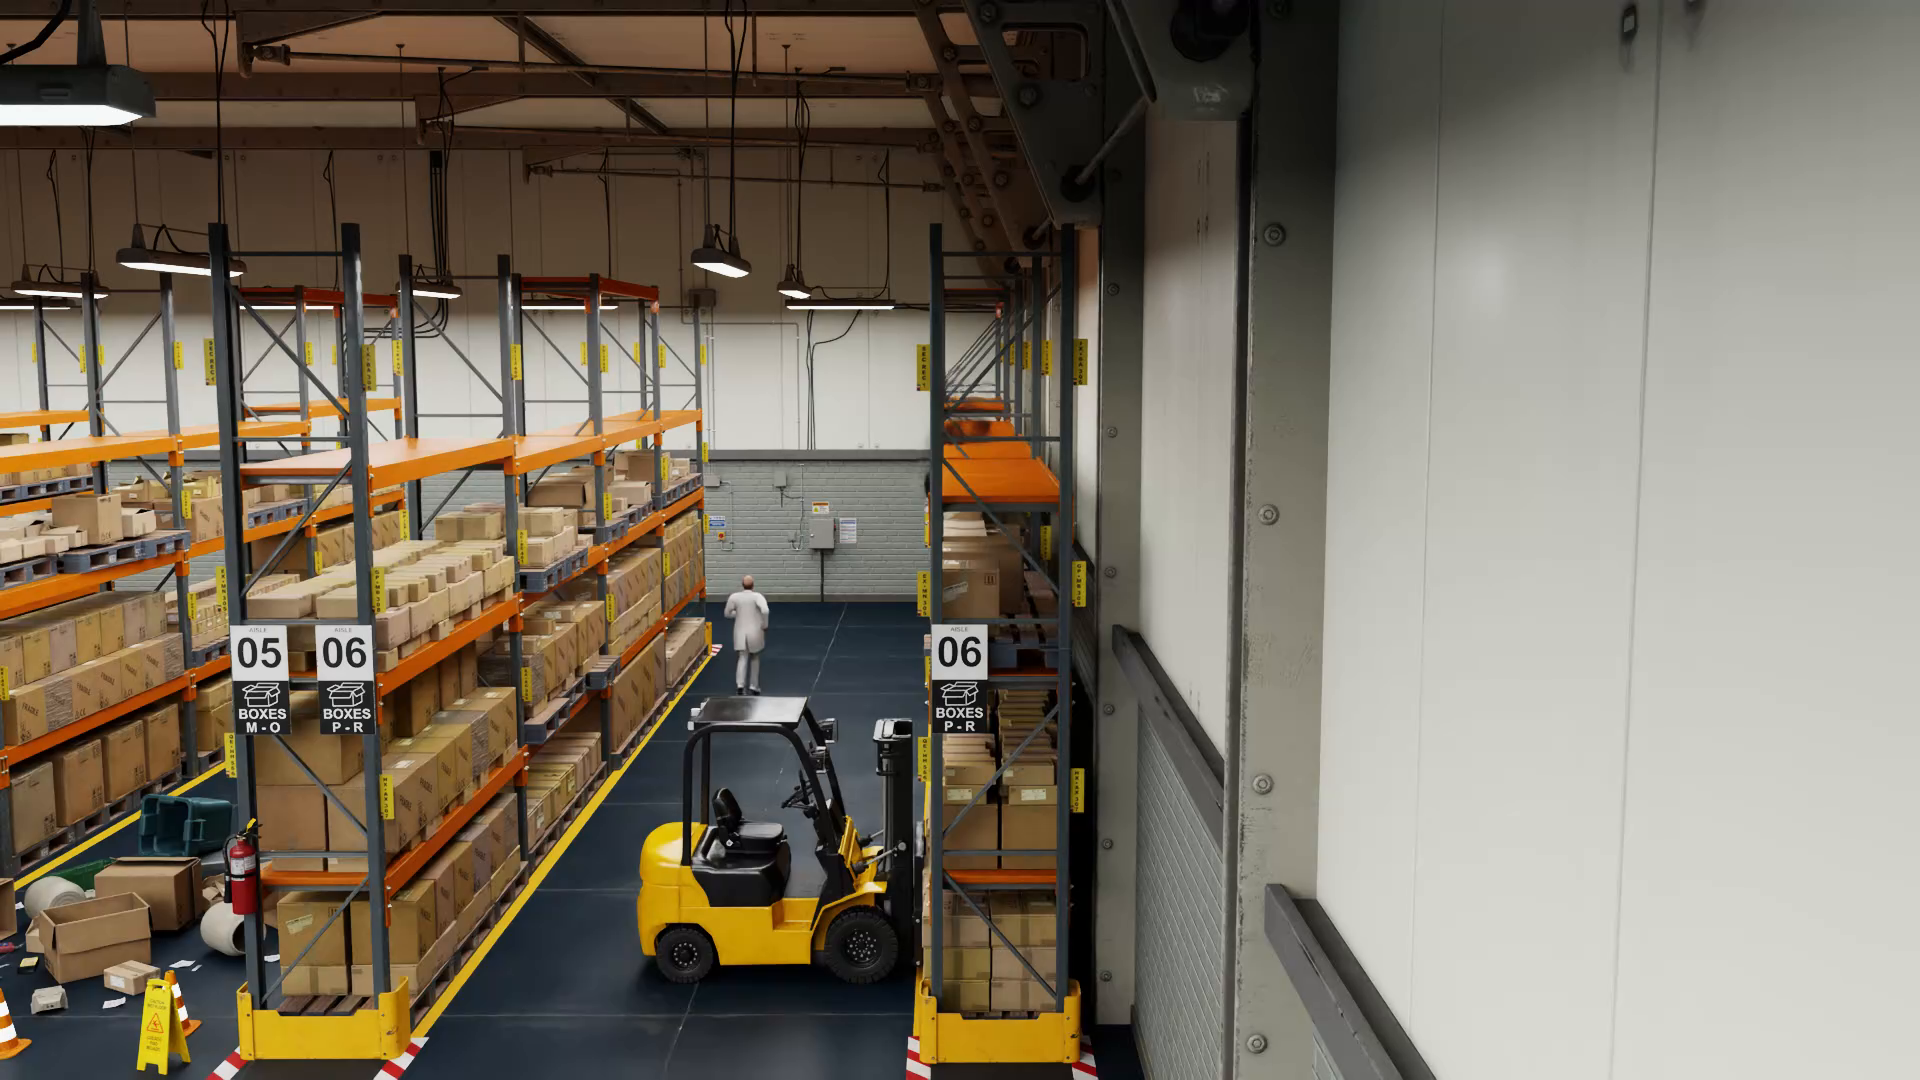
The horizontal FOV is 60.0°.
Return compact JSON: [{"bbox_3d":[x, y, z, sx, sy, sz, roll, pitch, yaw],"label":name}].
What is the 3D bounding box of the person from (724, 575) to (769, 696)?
[{"bbox_3d":[-3.131,1.422,24.528,0.703,1.808,0.891,0,7,1],"label":"person"}]
